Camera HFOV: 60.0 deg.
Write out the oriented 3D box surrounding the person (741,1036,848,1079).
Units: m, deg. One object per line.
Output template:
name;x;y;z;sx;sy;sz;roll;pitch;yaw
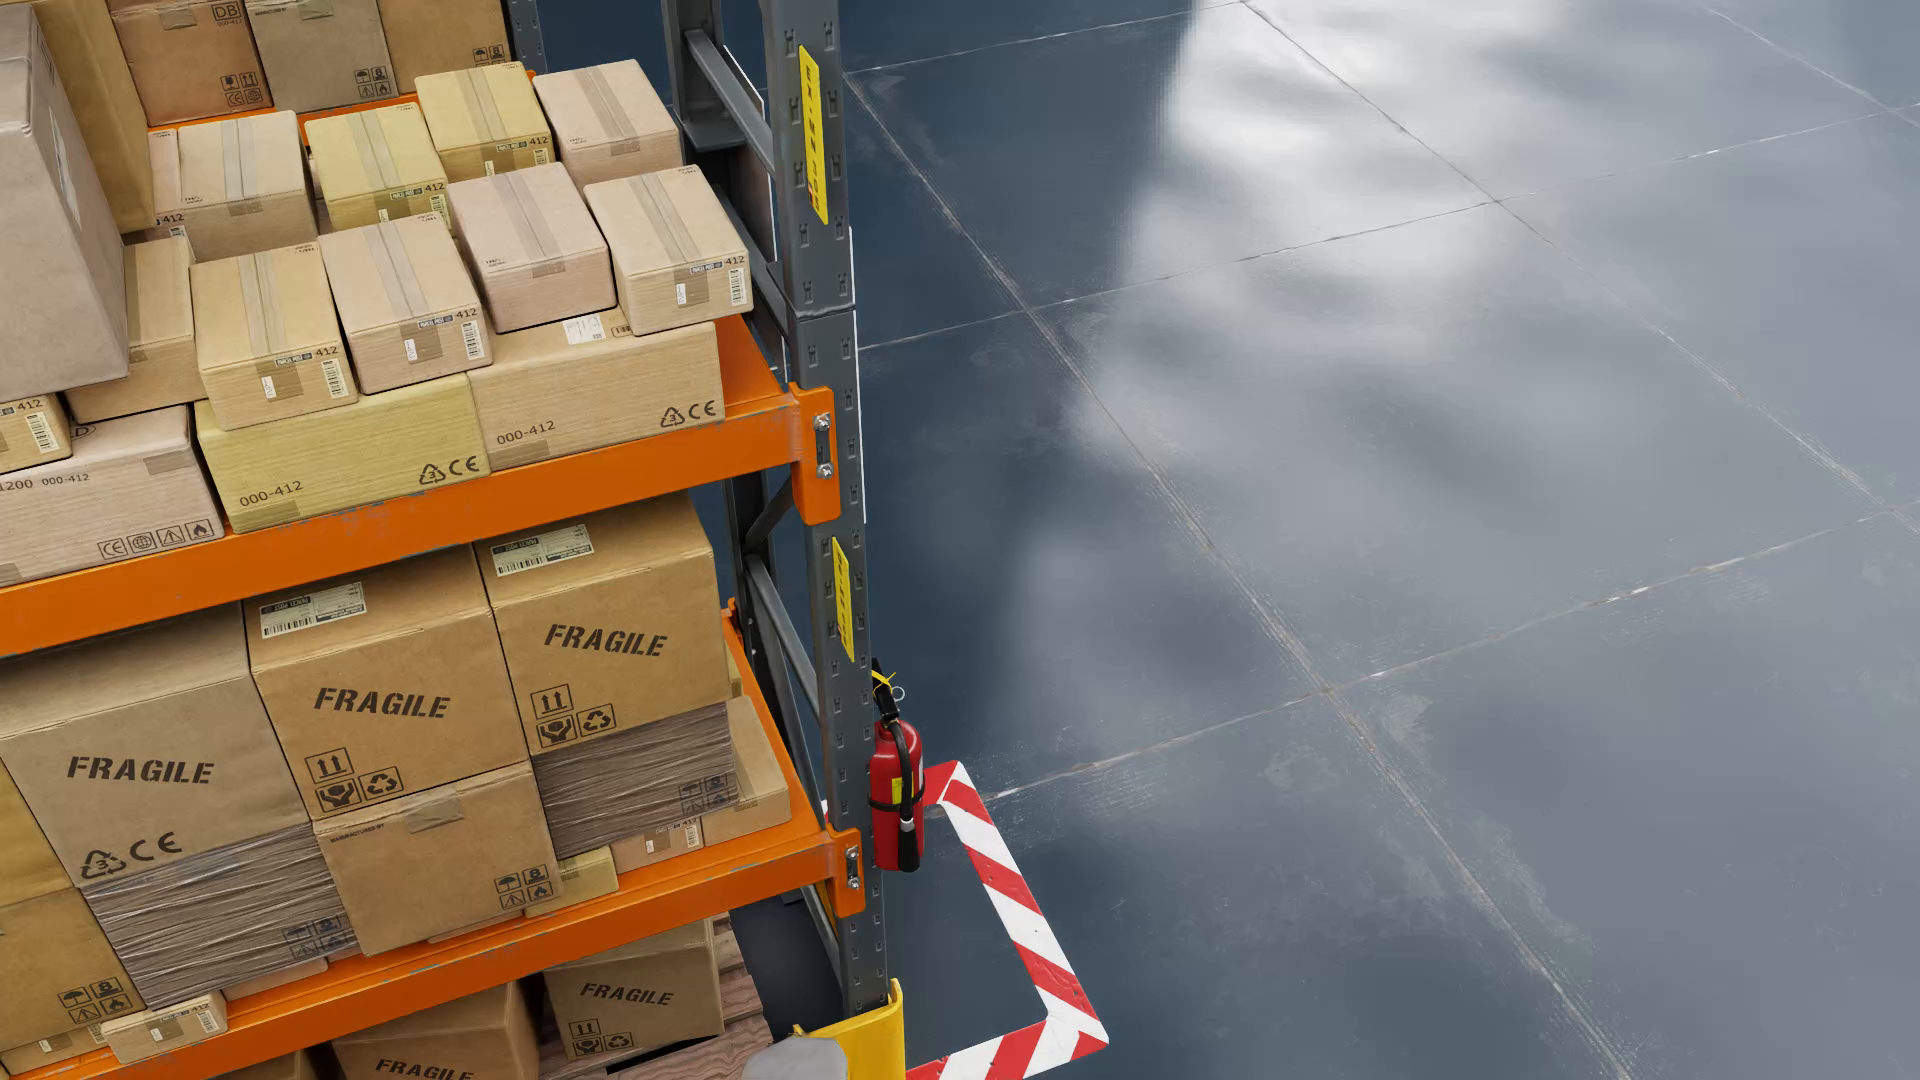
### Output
person;-0.408;1.902;4.037;0.693;1.766;0.487;-22;46;-23
